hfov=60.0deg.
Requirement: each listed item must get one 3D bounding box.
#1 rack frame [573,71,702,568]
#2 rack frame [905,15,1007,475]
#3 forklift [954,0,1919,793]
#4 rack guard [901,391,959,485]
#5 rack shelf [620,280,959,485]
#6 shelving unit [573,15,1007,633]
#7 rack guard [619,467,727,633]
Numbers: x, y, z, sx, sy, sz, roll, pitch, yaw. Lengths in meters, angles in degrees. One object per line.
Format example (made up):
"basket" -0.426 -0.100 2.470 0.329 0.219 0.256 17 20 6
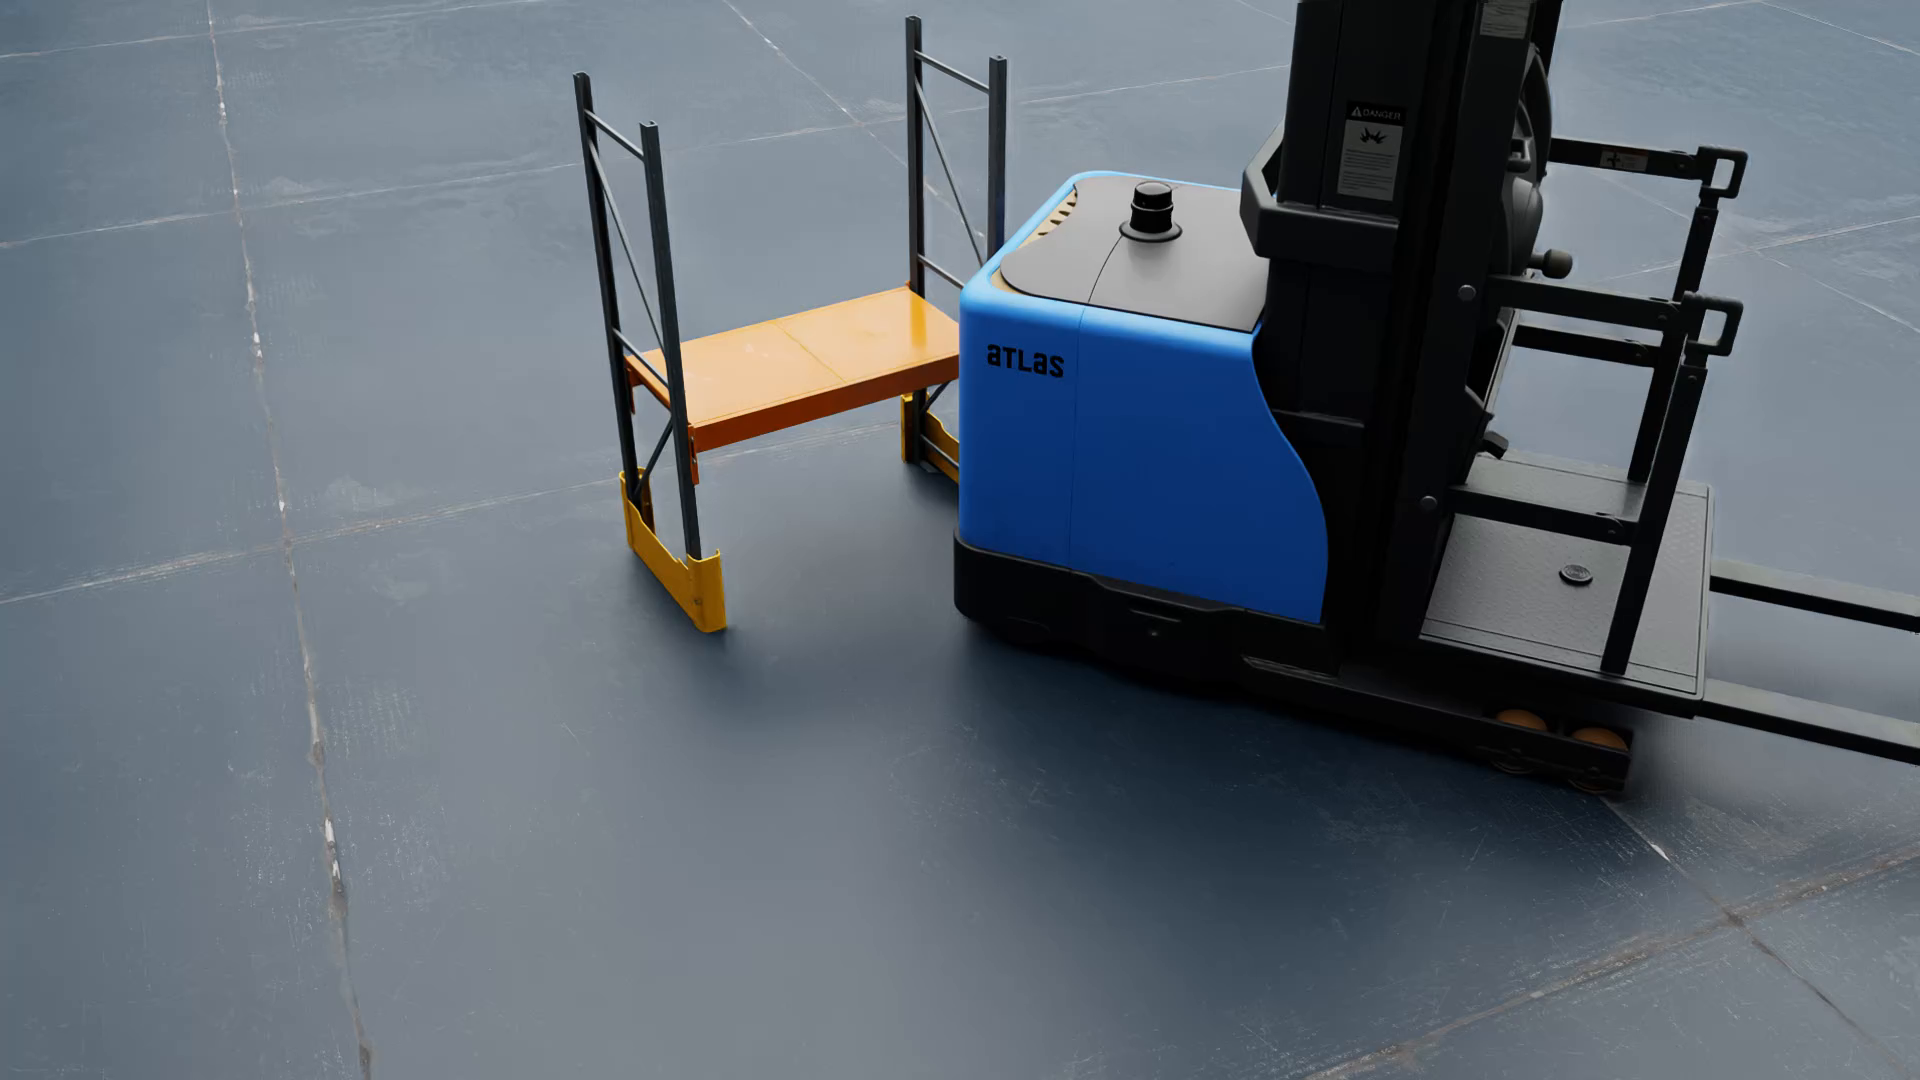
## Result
"rack frame" -0.881 -0.495 4.636 0.032 1.500 0.500 -19 37 -26
"rack frame" -0.016 -0.787 5.085 0.032 1.500 0.500 -19 37 -26
"forklift" 1.550 -0.912 3.963 3.031 2.935 1.130 13 35 18
"rack guard" -0.017 -0.263 5.425 0.087 0.250 0.587 -19 37 -26
"rack shelf" -0.448 -0.491 4.959 1.000 0.185 0.538 -19 37 -26
"shelving unit" -0.441 -0.644 4.864 1.083 1.500 0.587 -19 37 -26
"rack guard" -0.864 0.023 4.986 0.087 0.250 0.587 -19 37 -26
